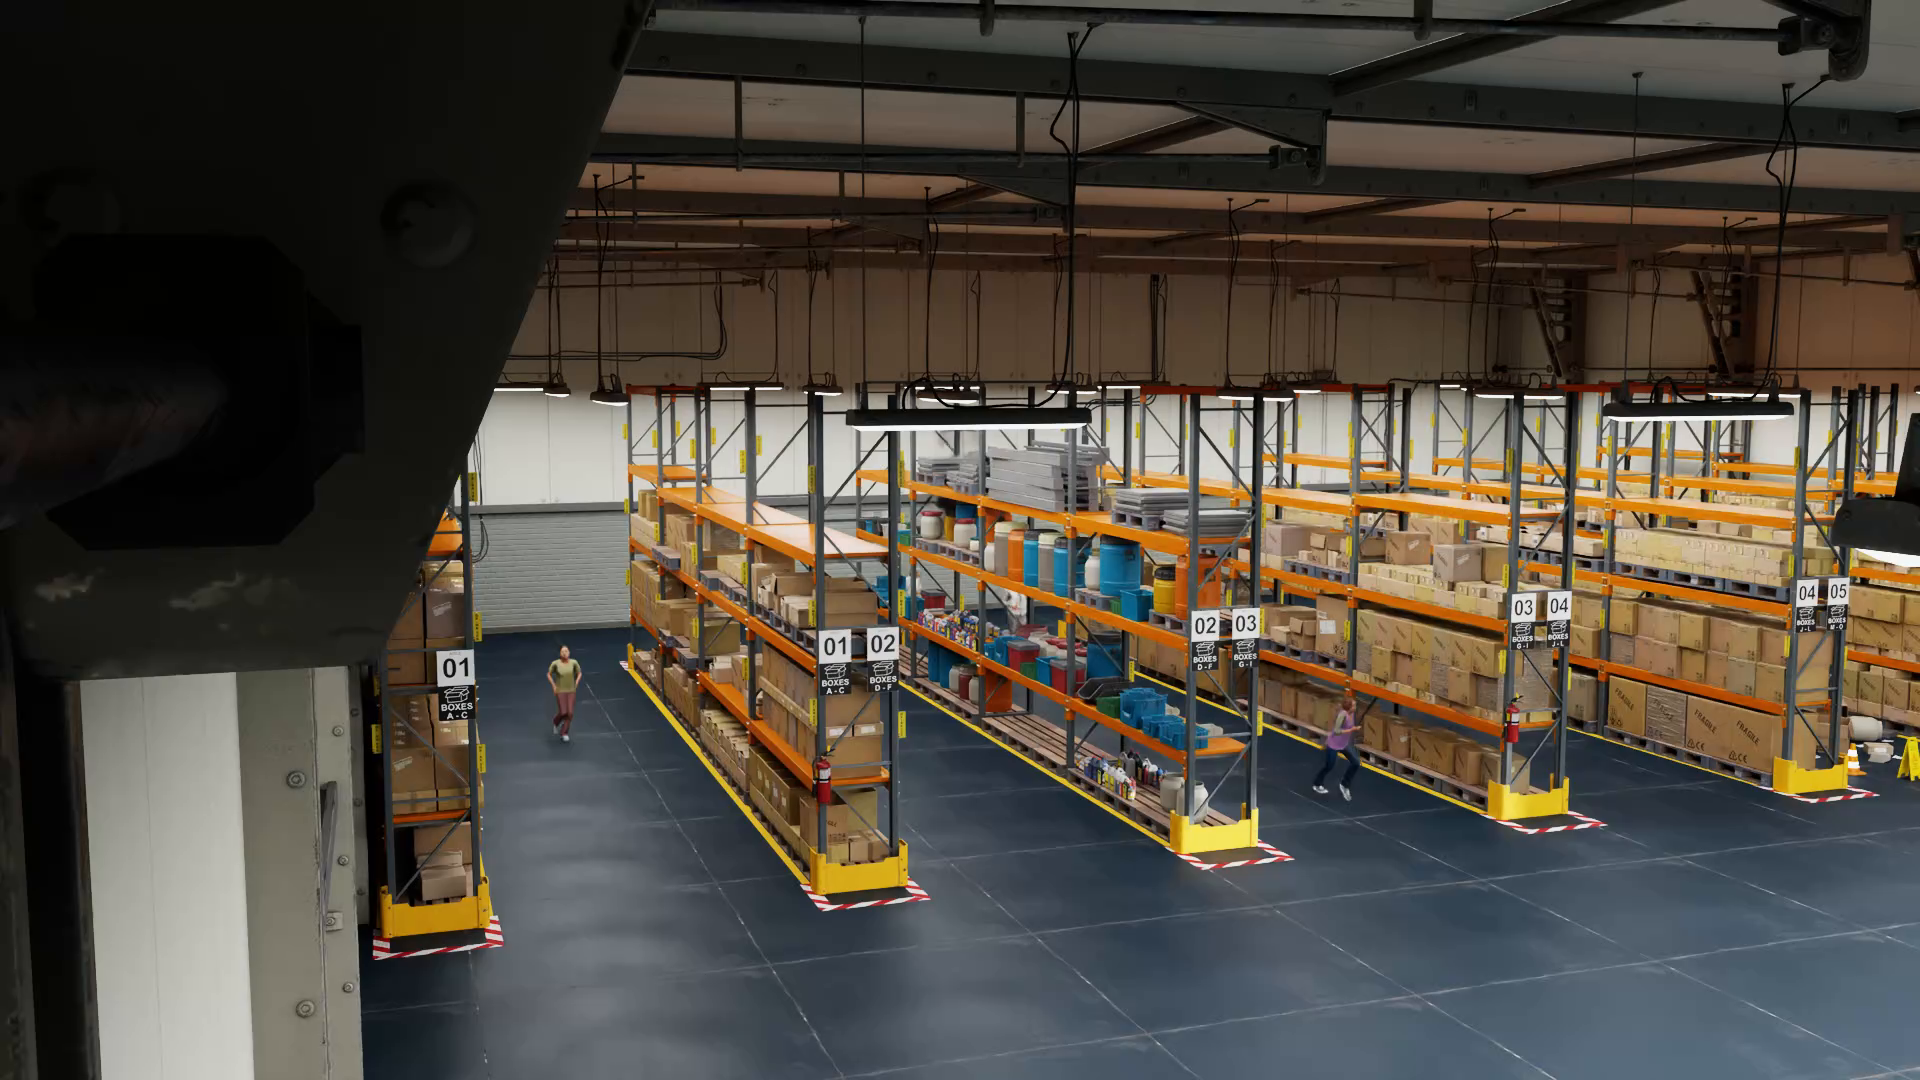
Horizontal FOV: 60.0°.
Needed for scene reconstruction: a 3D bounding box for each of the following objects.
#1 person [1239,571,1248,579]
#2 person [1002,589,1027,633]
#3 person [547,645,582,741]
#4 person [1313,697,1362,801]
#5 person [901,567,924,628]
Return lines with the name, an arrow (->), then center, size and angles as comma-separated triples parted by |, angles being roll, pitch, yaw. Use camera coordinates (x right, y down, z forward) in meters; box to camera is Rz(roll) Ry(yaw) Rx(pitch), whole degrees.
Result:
person -> 6.457, 1.556, 37.970 | 0.674, 1.762, 0.746 | -2, 6, -17
person -> 1.212, 1.571, 35.282 | 0.669, 1.749, 0.707 | -3, 7, -27
person -> -6.717, 2.599, 28.356 | 0.570, 1.636, 0.564 | -3, 6, -25
person -> 5.534, 3.034, 24.351 | 0.524, 1.553, 0.845 | -5, 8, -39
person -> -1.144, 1.473, 39.069 | 0.936, 1.678, 0.628 | -1, 6, -13
